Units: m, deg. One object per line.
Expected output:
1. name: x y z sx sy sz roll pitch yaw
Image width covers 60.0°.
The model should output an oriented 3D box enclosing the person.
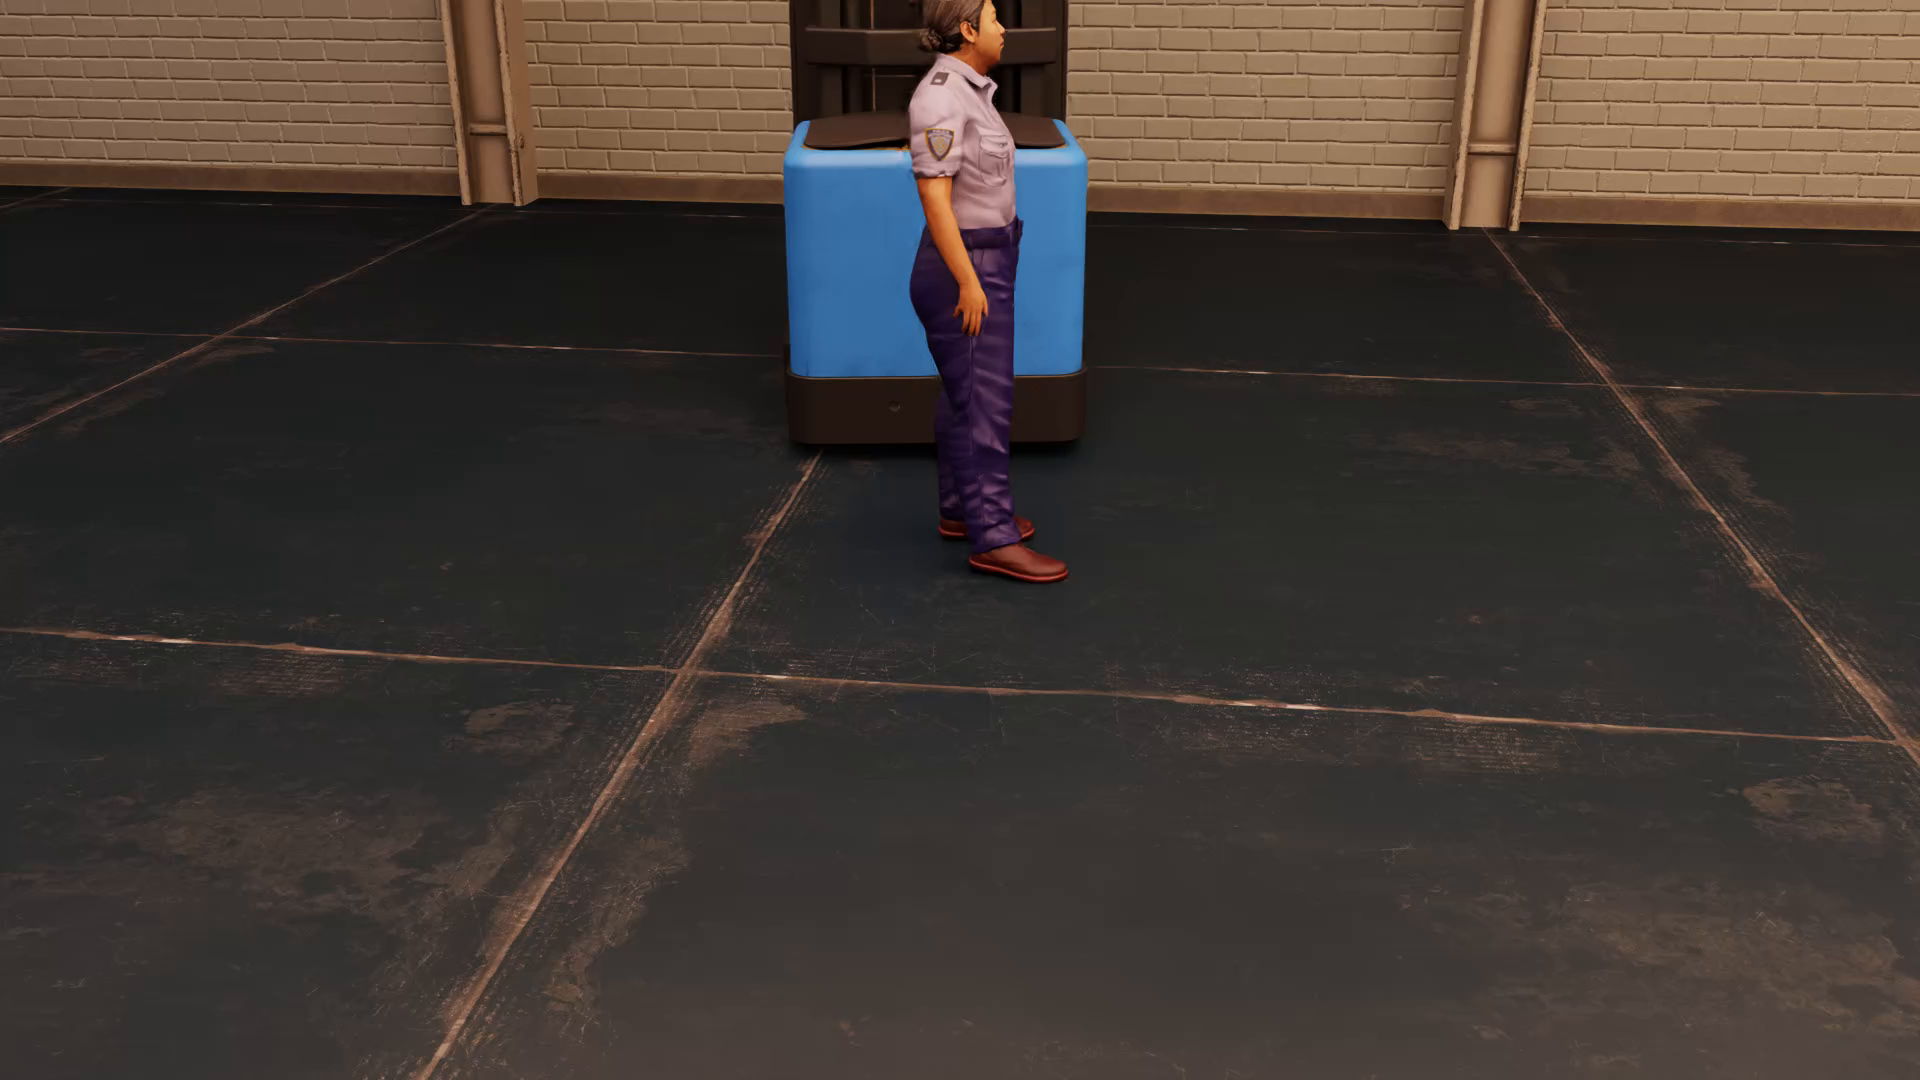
1. person: 0.102 -0.753 4.850 0.484 1.648 0.610 2 22 5

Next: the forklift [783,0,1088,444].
1. forklift: -0.130 -2.197 6.709 1.130 2.935 3.031 -1 22 -2
